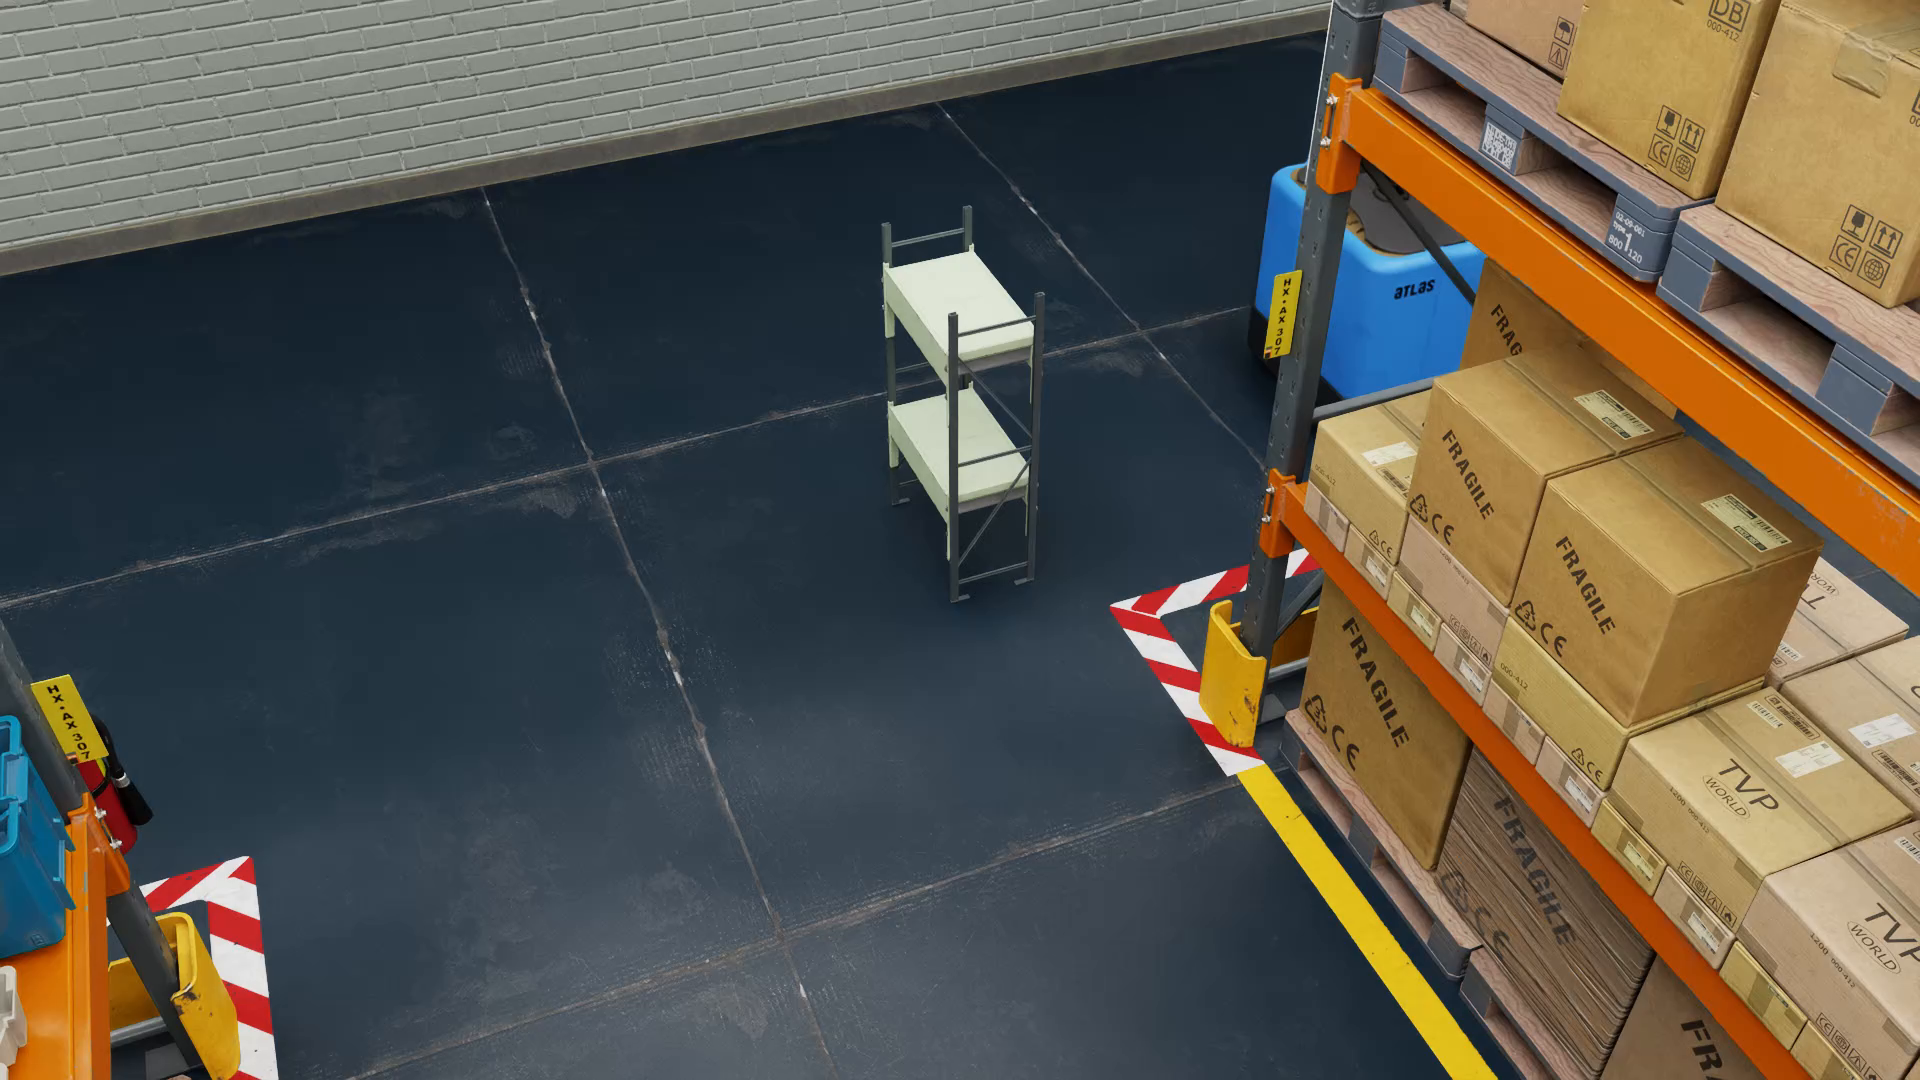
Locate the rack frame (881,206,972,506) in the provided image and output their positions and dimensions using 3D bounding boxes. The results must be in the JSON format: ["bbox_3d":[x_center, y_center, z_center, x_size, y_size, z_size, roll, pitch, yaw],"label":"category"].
[{"bbox_3d":[-0.137,-0.785,7.431,0.400,1.500,0.023,-15,43,-17],"label":"rack frame"}]

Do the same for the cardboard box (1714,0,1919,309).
[{"bbox_3d":[2.179,-0.925,3.667,0.700,0.500,0.500,-18,44,-20],"label":"cardboard box"}]

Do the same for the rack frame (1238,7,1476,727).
[{"bbox_3d":[1.584,-0.521,5.973,1.000,3.000,0.127,-15,43,-17],"label":"rack frame"}]

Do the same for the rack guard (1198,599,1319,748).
[{"bbox_3d":[1.575,0.413,6.805,1.175,0.500,0.348,-15,43,-17],"label":"rack guard"}]

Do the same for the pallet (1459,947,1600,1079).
[{"bbox_3d":[2.425,1.733,5.492,1.003,0.211,1.213,-15,43,-17],"label":"pallet"}]

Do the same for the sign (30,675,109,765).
[{"bbox_3d":[-2.490,0.506,4.654,0.100,0.325,0.005,-15,43,-17],"label":"sign"}]

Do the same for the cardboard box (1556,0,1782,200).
[{"bbox_3d":[1.936,-1.224,4.015,0.700,0.500,0.500,-17,43,-18],"label":"cardboard box"}]

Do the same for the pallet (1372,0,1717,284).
[{"bbox_3d":[1.877,-1.180,4.508,1.003,0.211,1.213,-15,43,-17],"label":"pallet"}]

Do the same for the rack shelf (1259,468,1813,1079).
[{"bbox_3d":[2.349,0.957,4.807,1.077,0.370,4.000,-15,43,-17],"label":"rack shelf"}]

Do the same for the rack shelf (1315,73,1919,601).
[{"bbox_3d":[2.349,-0.180,3.829,1.077,0.370,4.000,-15,43,-17],"label":"rack shelf"}]

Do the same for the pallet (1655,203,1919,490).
[{"bbox_3d":[2.348,-0.444,3.652,1.003,0.211,1.213,-15,43,-17],"label":"pallet"}]

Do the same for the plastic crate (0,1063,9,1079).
[{"bbox_3d":[-2.416,1.416,3.877,0.396,0.136,0.243,-15,43,-17],"label":"plastic crate"}]

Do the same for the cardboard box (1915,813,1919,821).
[{"bbox_3d":[2.787,0.873,4.240,0.500,0.250,0.500,-14,43,-16],"label":"cardboard box"}]

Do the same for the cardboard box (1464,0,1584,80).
[{"bbox_3d":[1.832,-1.593,4.445,0.700,0.500,0.500,-18,44,-19],"label":"cardboard box"}]

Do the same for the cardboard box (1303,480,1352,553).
[{"bbox_3d":[1.415,-0.129,5.711,0.380,0.149,0.250,-15,43,-16],"label":"cardboard box"}]

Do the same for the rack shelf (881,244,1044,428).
[{"bbox_3d":[0.003,-0.861,6.920,0.431,0.370,0.720,-15,43,-17],"label":"rack shelf"}]

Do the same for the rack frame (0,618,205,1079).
[{"bbox_3d":[-2.992,0.715,4.537,1.000,3.000,0.127,-15,43,-17],"label":"rack frame"}]

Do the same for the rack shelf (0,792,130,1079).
[{"bbox_3d":[-2.227,2.193,3.370,1.077,0.370,4.000,-15,43,-17],"label":"rack shelf"}]

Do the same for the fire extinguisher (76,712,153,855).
[{"bbox_3d":[-2.630,0.681,4.921,0.296,0.674,0.183,-15,43,-17],"label":"fire extinguisher"}]

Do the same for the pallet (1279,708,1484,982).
[{"bbox_3d":[1.962,0.999,6.345,1.003,0.211,1.213,-15,43,-17],"label":"pallet"}]

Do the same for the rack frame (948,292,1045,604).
[{"bbox_3d":[0.143,-0.344,6.919,0.400,1.500,0.023,-15,43,-17],"label":"rack frame"}]

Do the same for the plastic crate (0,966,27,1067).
[{"bbox_3d":[-2.513,1.238,4.084,0.396,0.136,0.243,-15,43,-17],"label":"plastic crate"}]

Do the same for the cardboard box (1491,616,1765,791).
[{"bbox_3d":[1.912,0.395,4.796,0.500,0.250,0.500,-16,43,-18],"label":"cardboard box"}]

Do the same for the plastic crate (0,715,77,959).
[{"bbox_3d":[-2.692,0.834,4.325,0.616,0.435,0.499,-15,43,-17],"label":"plastic crate"}]

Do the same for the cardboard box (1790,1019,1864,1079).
[{"bbox_3d":[2.301,1.262,4.093,0.380,0.149,0.250,-14,43,-16],"label":"cardboard box"}]

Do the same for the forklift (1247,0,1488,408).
[{"bbox_3d":[3.081,-2.177,7.952,3.031,2.935,1.130,-14,43,-16],"label":"forklift"}]

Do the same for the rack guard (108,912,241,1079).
[{"bbox_3d":[-3.014,1.652,5.365,1.175,0.500,0.348,-15,43,-17],"label":"rack guard"}]

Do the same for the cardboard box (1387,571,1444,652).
[{"bbox_3d":[1.612,0.179,5.352,0.380,0.149,0.250,-16,43,-18],"label":"cardboard box"}]

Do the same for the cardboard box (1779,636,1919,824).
[{"bbox_3d":[2.606,0.574,4.587,0.500,0.250,0.500,-15,43,-17],"label":"cardboard box"}]

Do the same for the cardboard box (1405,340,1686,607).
[{"bbox_3d":[1.709,-0.203,4.916,0.500,0.500,0.500,-16,43,-18],"label":"cardboard box"}]

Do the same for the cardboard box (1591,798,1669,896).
[{"bbox_3d":[2.004,0.797,4.634,0.380,0.149,0.250,-16,43,-18],"label":"cardboard box"}]

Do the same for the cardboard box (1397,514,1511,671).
[{"bbox_3d":[1.723,0.091,5.149,0.500,0.250,0.500,-16,43,-17],"label":"cardboard box"}]

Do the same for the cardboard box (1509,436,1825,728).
[{"bbox_3d":[1.913,0.107,4.555,0.500,0.500,0.500,-16,43,-18],"label":"cardboard box"}]

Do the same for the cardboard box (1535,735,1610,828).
[{"bbox_3d":[1.909,0.645,4.811,0.380,0.149,0.250,-16,43,-17],"label":"cardboard box"}]

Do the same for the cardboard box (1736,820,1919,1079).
[{"bbox_3d":[2.307,1.014,4.076,0.500,0.250,0.500,-14,43,-16],"label":"cardboard box"}]

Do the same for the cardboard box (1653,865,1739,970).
[{"bbox_3d":[2.106,0.955,4.451,0.380,0.149,0.250,-14,43,-16],"label":"cardboard box"}]

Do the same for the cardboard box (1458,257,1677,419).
[{"bbox_3d":[2.013,-0.633,5.416,0.500,0.500,0.500,-15,43,-16],"label":"cardboard box"}]

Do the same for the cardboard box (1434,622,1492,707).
[{"bbox_3d":[1.713,0.336,5.170,0.380,0.149,0.250,-16,43,-18],"label":"cardboard box"}]

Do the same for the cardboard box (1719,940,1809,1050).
[{"bbox_3d":[2.203,1.108,4.272,0.380,0.149,0.250,-16,43,-18],"label":"cardboard box"}]

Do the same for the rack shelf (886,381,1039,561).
[{"bbox_3d":[0.003,-0.317,7.387,0.431,0.370,0.720,-15,43,-17],"label":"rack shelf"}]

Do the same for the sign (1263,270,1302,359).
[{"bbox_3d":[1.069,-0.744,5.509,0.100,0.325,0.005,-15,43,-17],"label":"sign"}]

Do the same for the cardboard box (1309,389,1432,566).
[{"bbox_3d":[1.518,-0.220,5.511,0.500,0.250,0.500,-16,43,-18],"label":"cardboard box"}]

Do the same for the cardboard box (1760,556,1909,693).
[{"bbox_3d":[2.403,0.261,4.951,0.500,0.250,0.500,-17,43,-18],"label":"cardboard box"}]

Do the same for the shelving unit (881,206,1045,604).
[{"bbox_3d":[0.003,-0.565,7.175,0.431,1.500,0.755,-15,43,-17],"label":"shelving unit"}]

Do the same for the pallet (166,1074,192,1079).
[{"bbox_3d":[-2.713,2.279,4.857,1.003,0.211,1.213,-15,43,-17],"label":"pallet"}]

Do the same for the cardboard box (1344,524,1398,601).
[{"bbox_3d":[1.514,0.025,5.532,0.380,0.149,0.250,-16,43,-17],"label":"cardboard box"}]

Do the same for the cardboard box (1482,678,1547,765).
[{"bbox_3d":[1.810,0.489,4.992,0.380,0.149,0.250,-16,43,-18],"label":"cardboard box"}]

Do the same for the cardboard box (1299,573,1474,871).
[{"bbox_3d":[1.903,0.491,6.104,0.875,0.875,0.875,-15,43,-17],"label":"cardboard box"}]

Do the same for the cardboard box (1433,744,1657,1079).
[{"bbox_3d":[2.251,1.040,5.467,0.875,0.875,0.875,-15,43,-17],"label":"cardboard box"}]

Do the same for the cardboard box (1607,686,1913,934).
[{"bbox_3d":[2.116,0.708,4.432,0.500,0.250,0.500,-16,43,-18],"label":"cardboard box"}]

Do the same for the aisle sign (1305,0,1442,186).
[{"bbox_3d":[1.279,-1.475,5.089,0.394,0.787,0.004,-15,43,-17],"label":"aisle sign"}]

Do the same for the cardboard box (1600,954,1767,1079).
[{"bbox_3d":[2.591,1.576,4.843,0.875,0.875,0.875,-15,43,-17],"label":"cardboard box"}]

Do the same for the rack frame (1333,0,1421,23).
[{"bbox_3d":[1.584,-2.795,4.017,1.000,3.000,0.127,-15,43,-17],"label":"rack frame"}]
